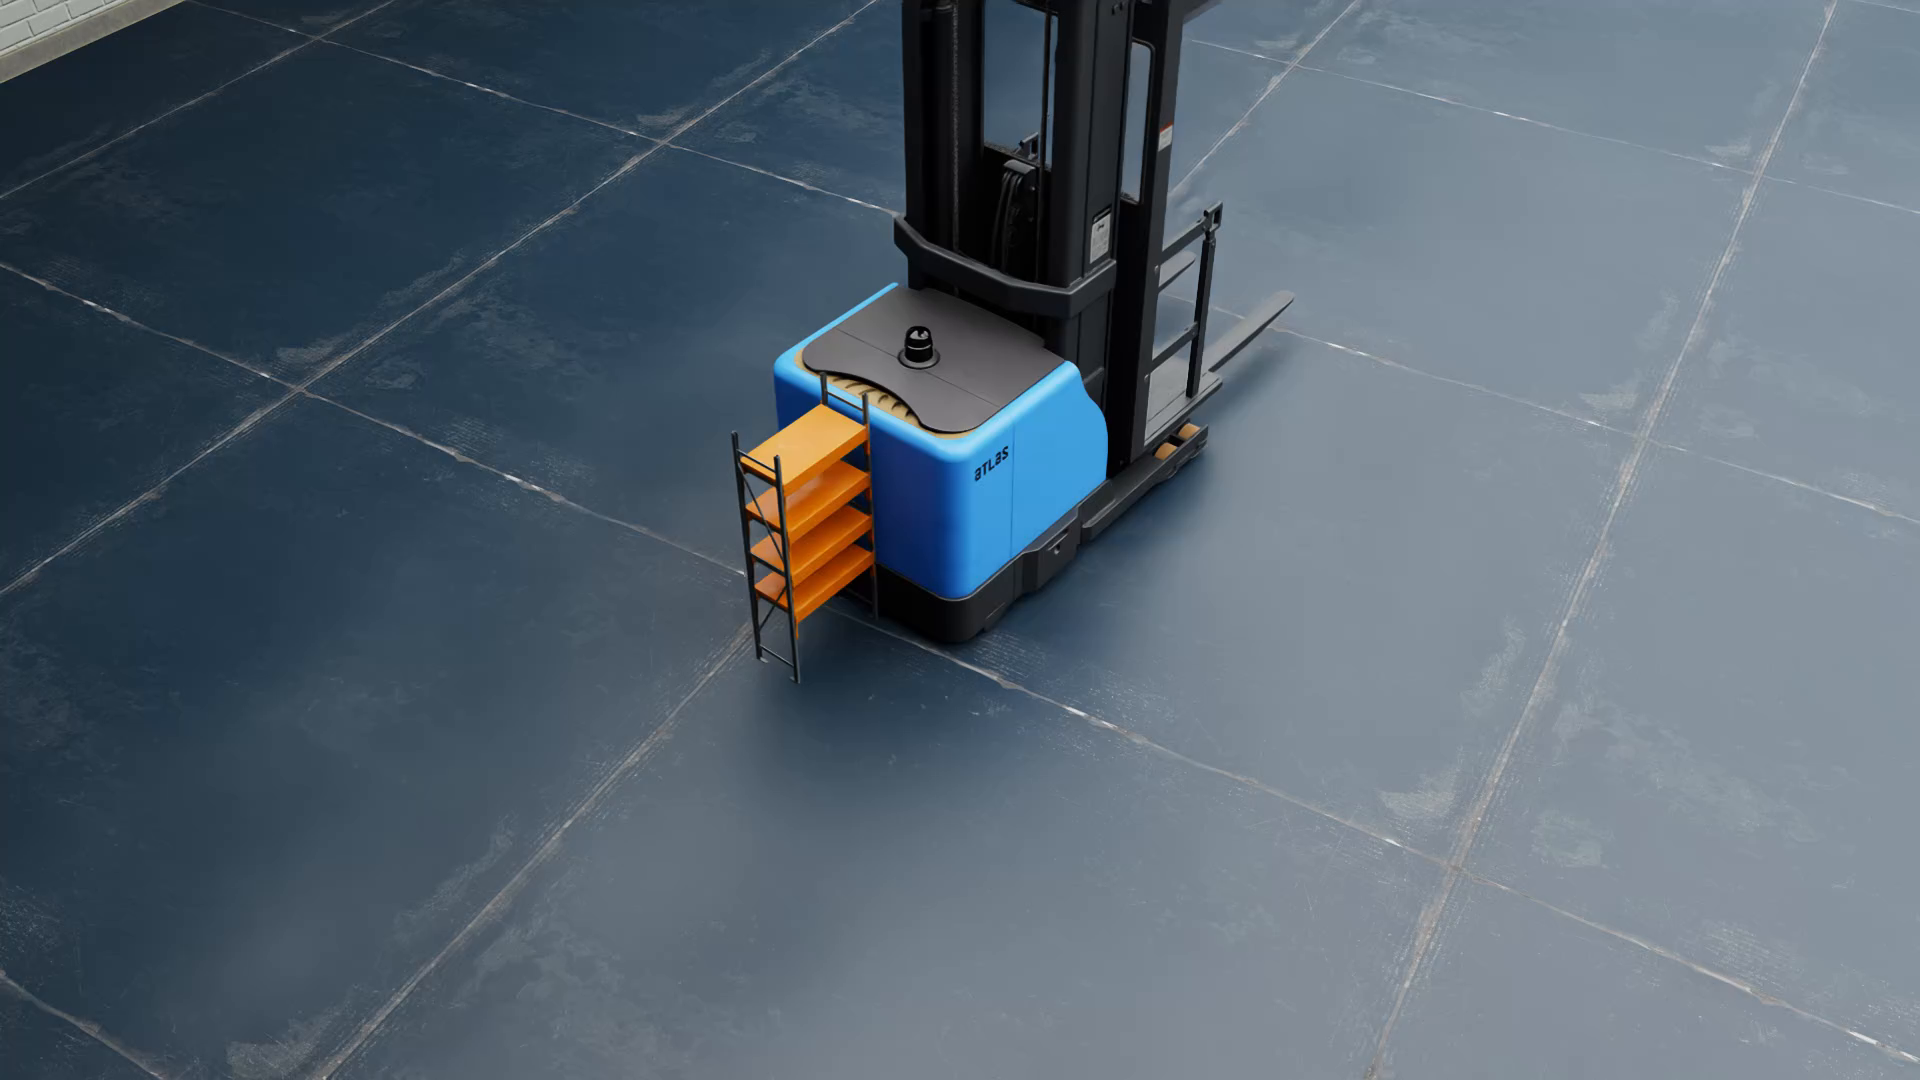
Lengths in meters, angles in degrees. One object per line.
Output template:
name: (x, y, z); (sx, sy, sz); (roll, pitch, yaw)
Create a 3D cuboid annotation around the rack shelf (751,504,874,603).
rack shelf: (-0.603, 0.021, 6.735); (0.258, 0.148, 0.480); (28, 49, 28)

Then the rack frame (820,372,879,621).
rack frame: (-0.449, -0.154, 6.833); (0.240, 1.200, 0.015); (28, 49, 28)

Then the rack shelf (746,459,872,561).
rack shelf: (-0.603, -0.147, 6.588); (0.258, 0.148, 0.480); (28, 49, 28)

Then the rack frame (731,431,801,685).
rack frame: (-0.757, 0.096, 6.549); (0.240, 1.200, 0.015); (28, 49, 28)

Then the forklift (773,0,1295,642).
forklift: (0.538, -1.582, 7.144); (1.130, 2.935, 3.031); (28, 49, 28)

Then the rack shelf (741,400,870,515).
rack shelf: (-0.603, -0.324, 6.431); (0.258, 0.148, 0.480); (28, 49, 28)

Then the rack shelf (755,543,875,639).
rack shelf: (-0.603, 0.170, 6.867); (0.258, 0.148, 0.480); (28, 49, 28)

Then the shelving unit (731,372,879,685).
shelving unit: (-0.603, -0.029, 6.691); (0.258, 1.200, 0.503); (28, 49, 28)
